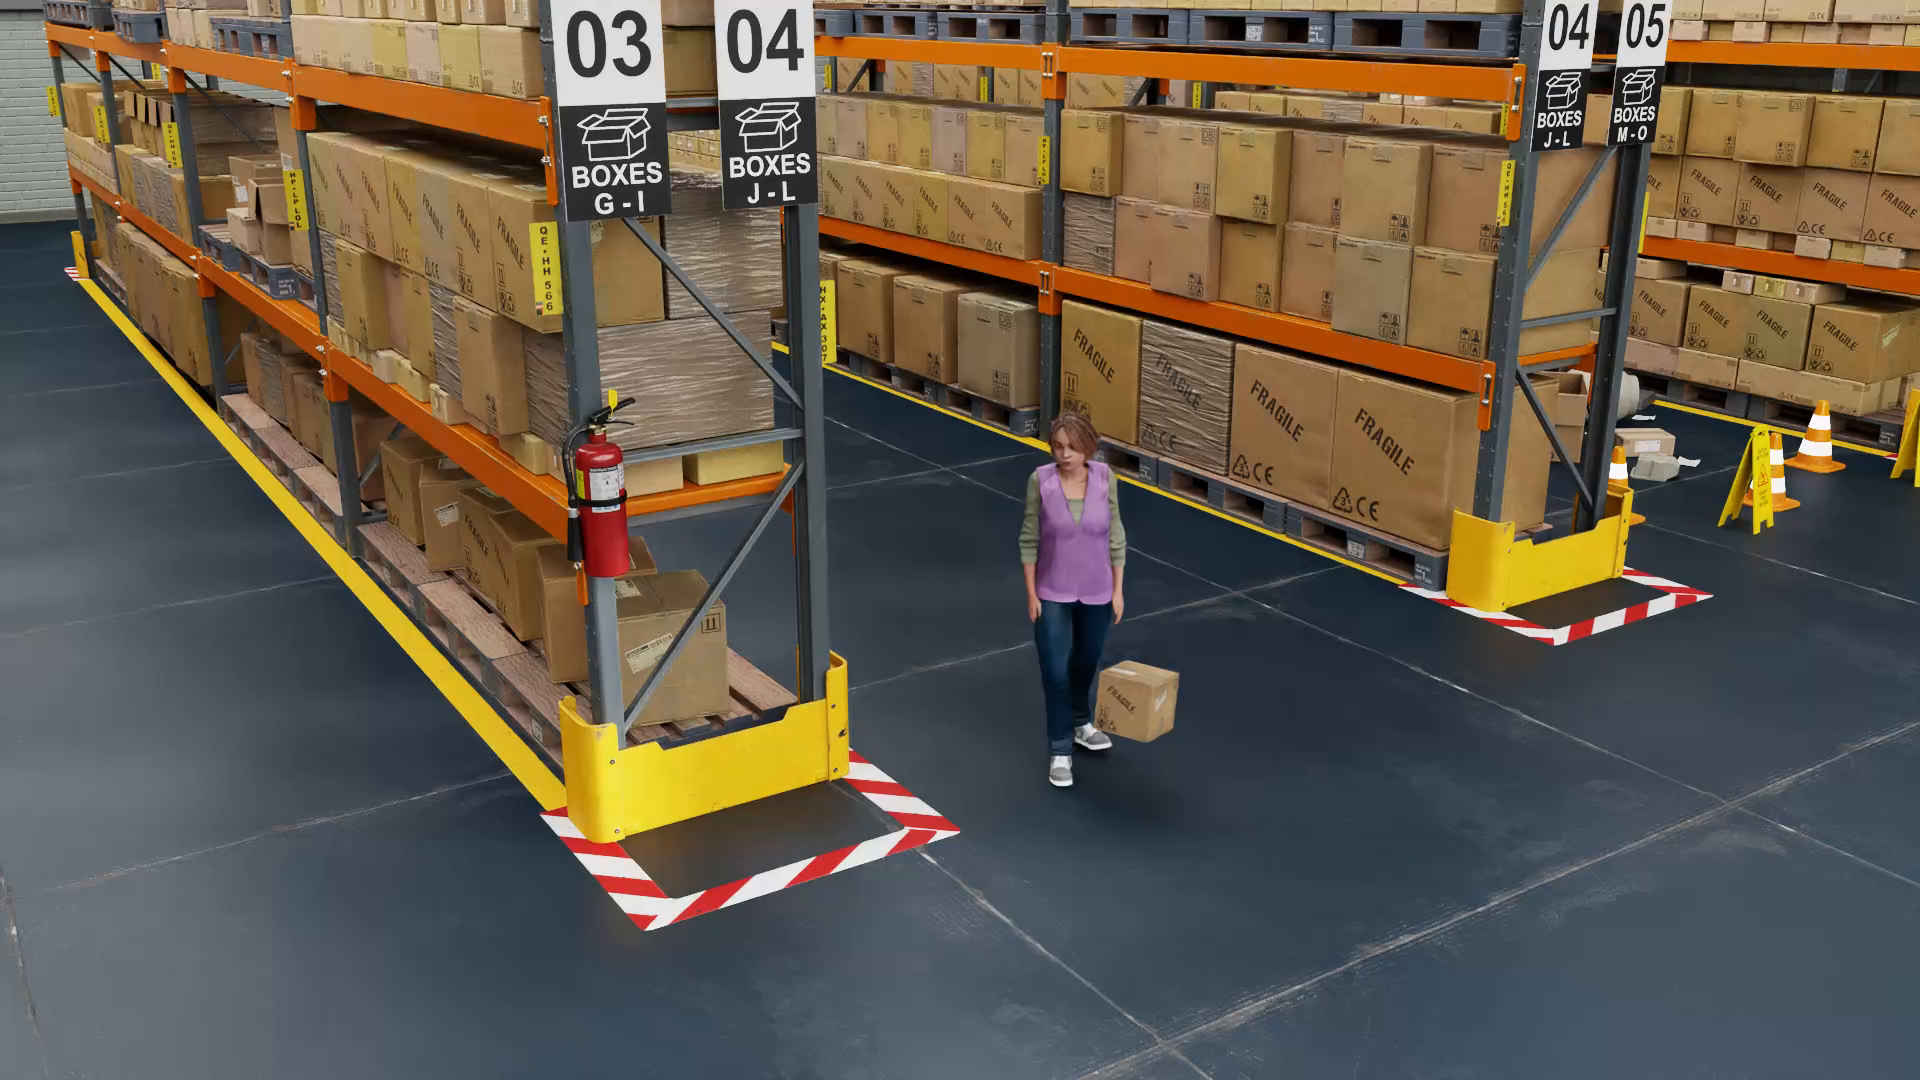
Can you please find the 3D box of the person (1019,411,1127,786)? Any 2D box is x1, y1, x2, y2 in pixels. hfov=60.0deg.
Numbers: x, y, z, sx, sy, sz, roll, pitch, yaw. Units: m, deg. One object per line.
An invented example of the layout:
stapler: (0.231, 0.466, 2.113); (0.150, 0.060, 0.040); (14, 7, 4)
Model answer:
person: (0.457, 0.215, 6.941); (0.442, 1.578, 0.521); (-2, 19, -7)
